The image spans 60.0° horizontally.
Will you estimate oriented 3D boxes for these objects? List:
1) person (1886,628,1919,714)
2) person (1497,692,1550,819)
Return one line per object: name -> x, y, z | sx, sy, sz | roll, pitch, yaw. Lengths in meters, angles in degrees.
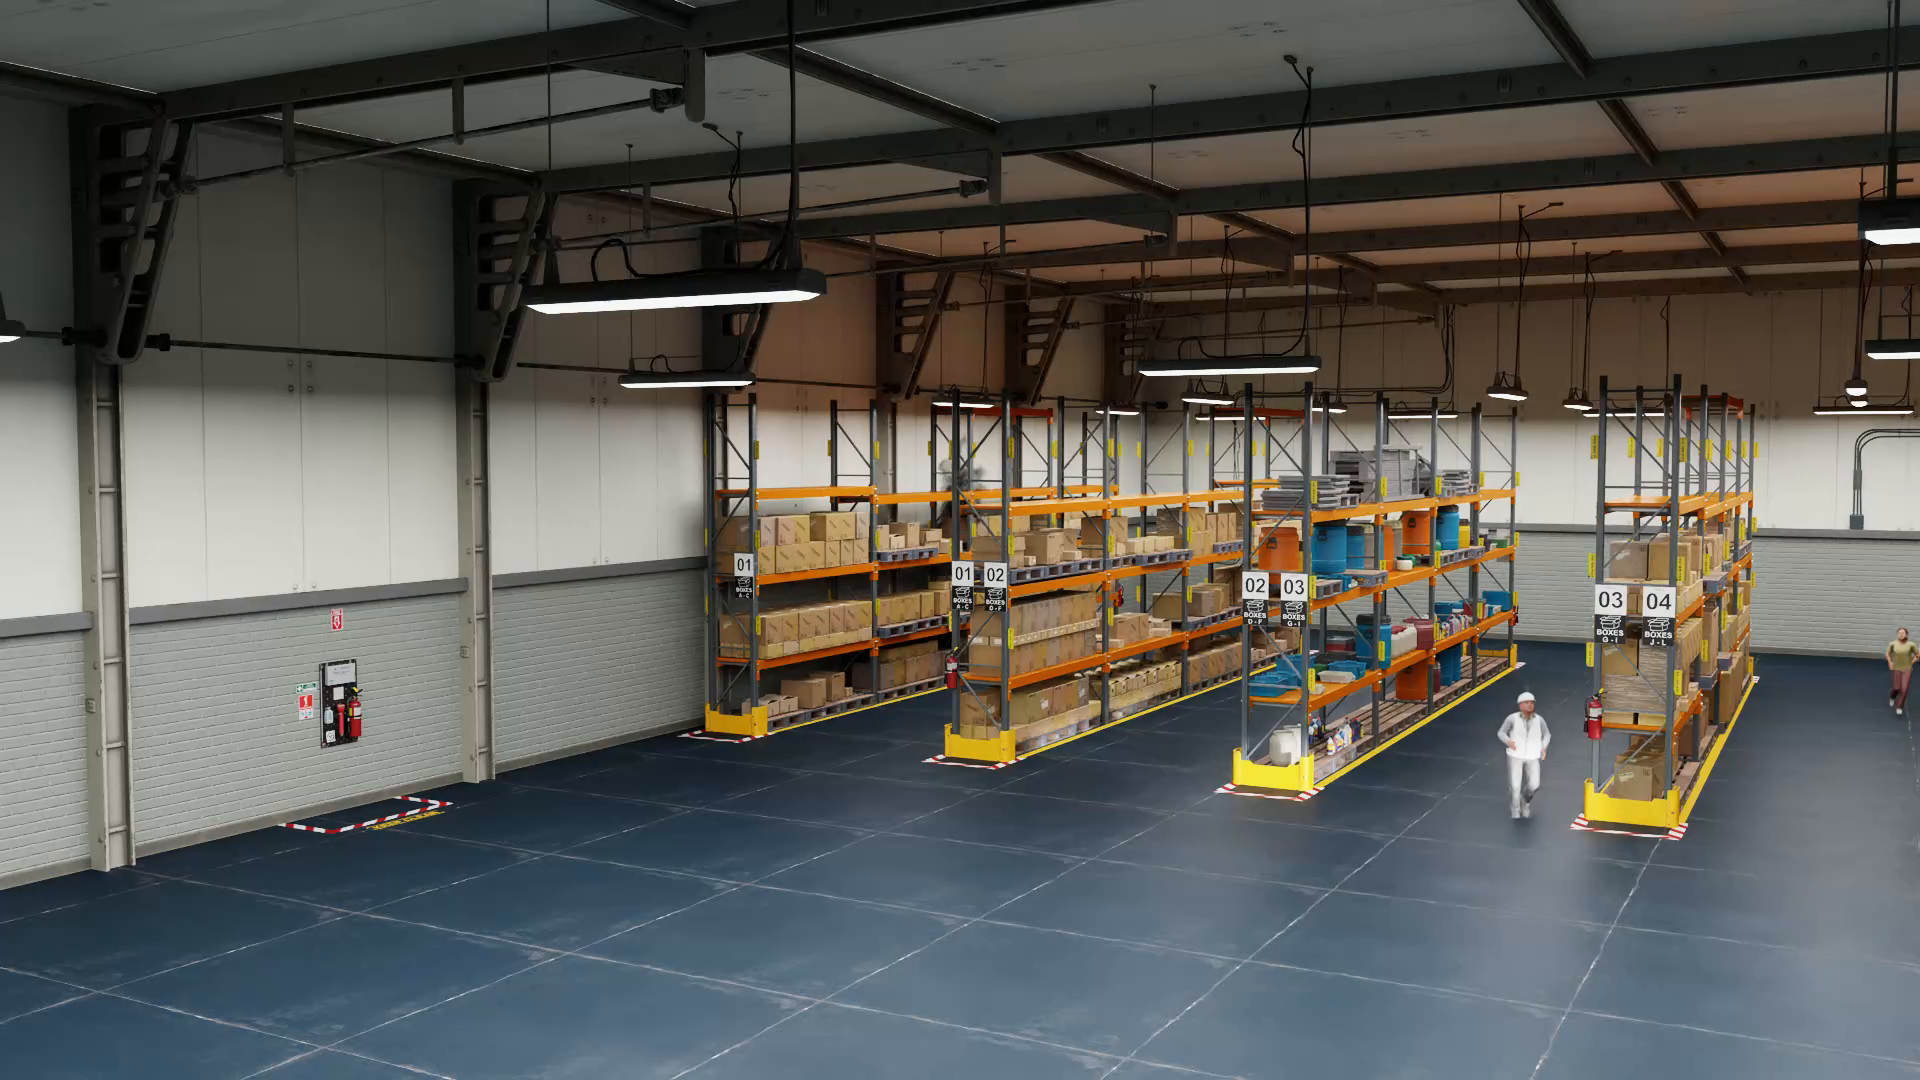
person -> 17.947, 2.483, 31.659 | 0.573, 1.639, 0.581 | 2, 4, 29
person -> 7.645, 2.930, 22.508 | 0.708, 1.719, 0.543 | 1, 3, 12
